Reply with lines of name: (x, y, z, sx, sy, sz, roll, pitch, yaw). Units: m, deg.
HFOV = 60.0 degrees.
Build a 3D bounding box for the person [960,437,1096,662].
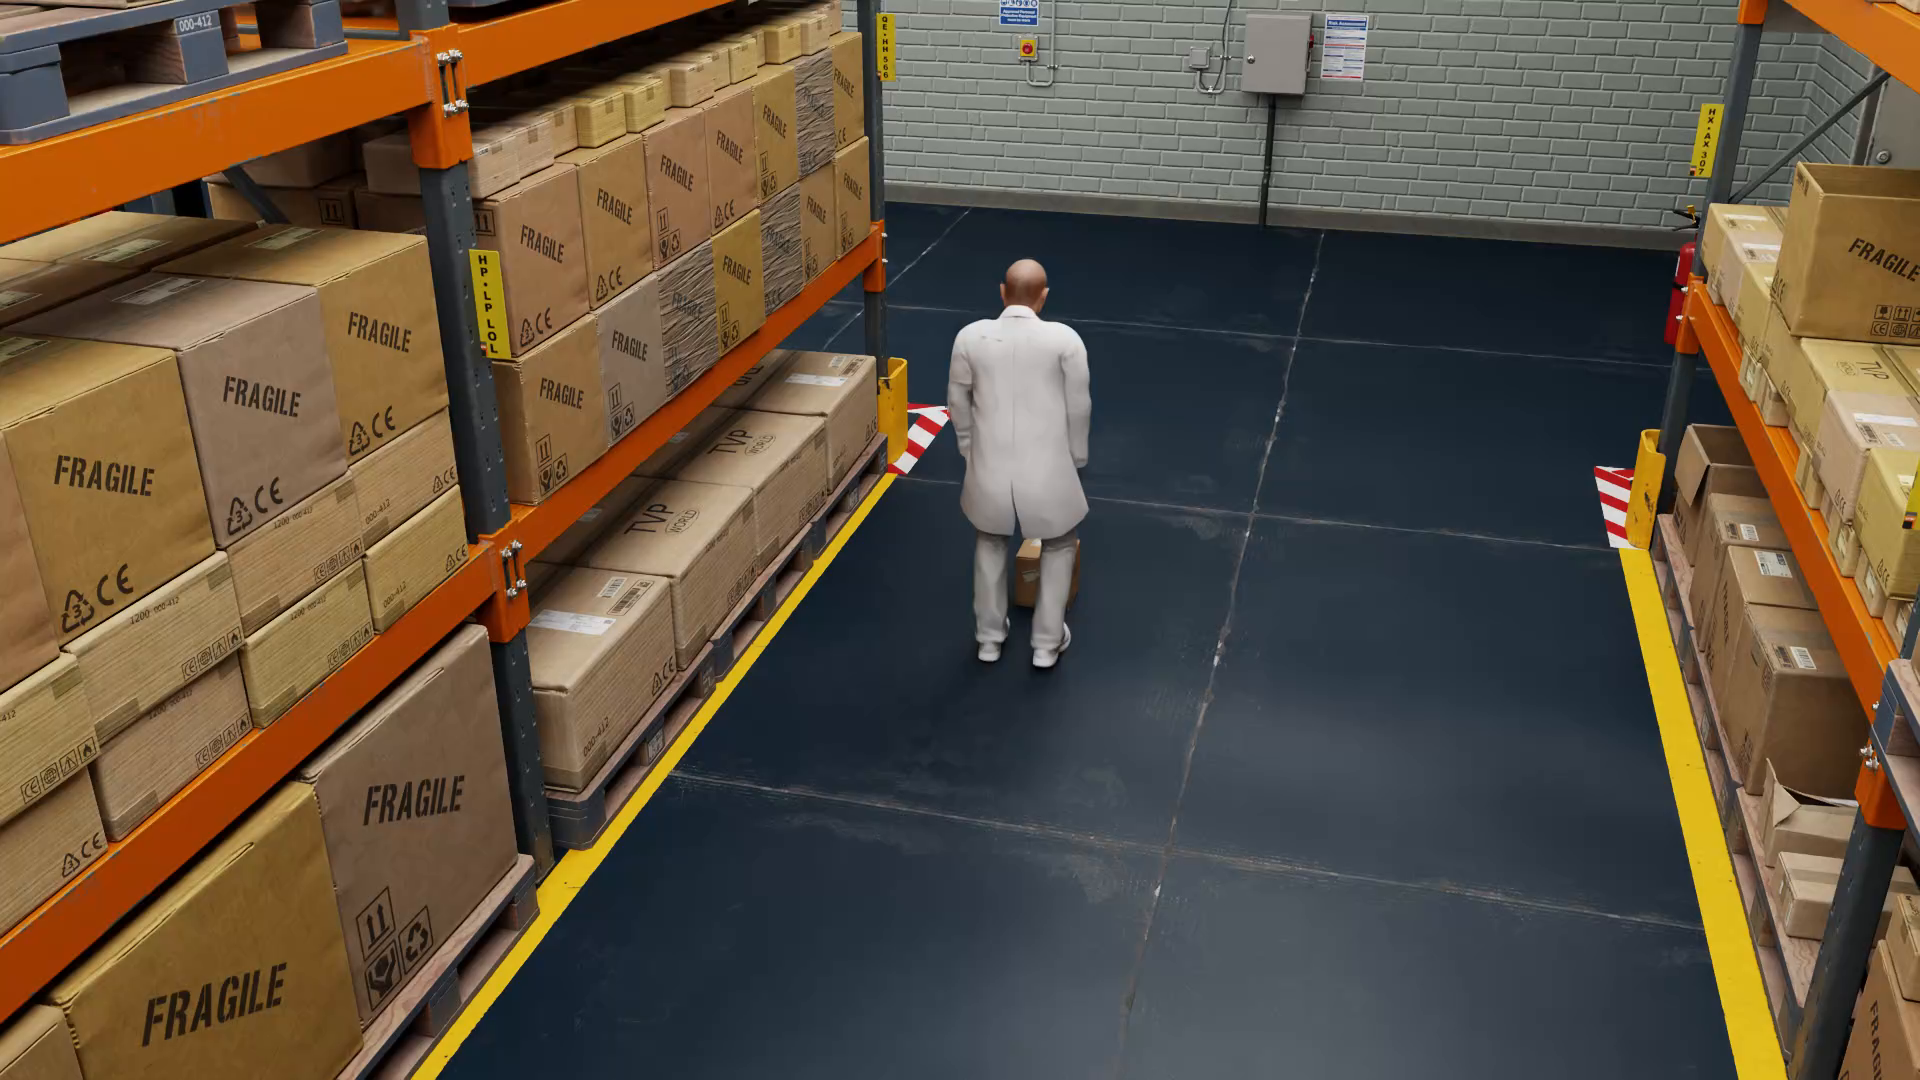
person: (0.306, 0.038, 7.189, 0.583, 0.849, 0.953, 5, 26, 12)
